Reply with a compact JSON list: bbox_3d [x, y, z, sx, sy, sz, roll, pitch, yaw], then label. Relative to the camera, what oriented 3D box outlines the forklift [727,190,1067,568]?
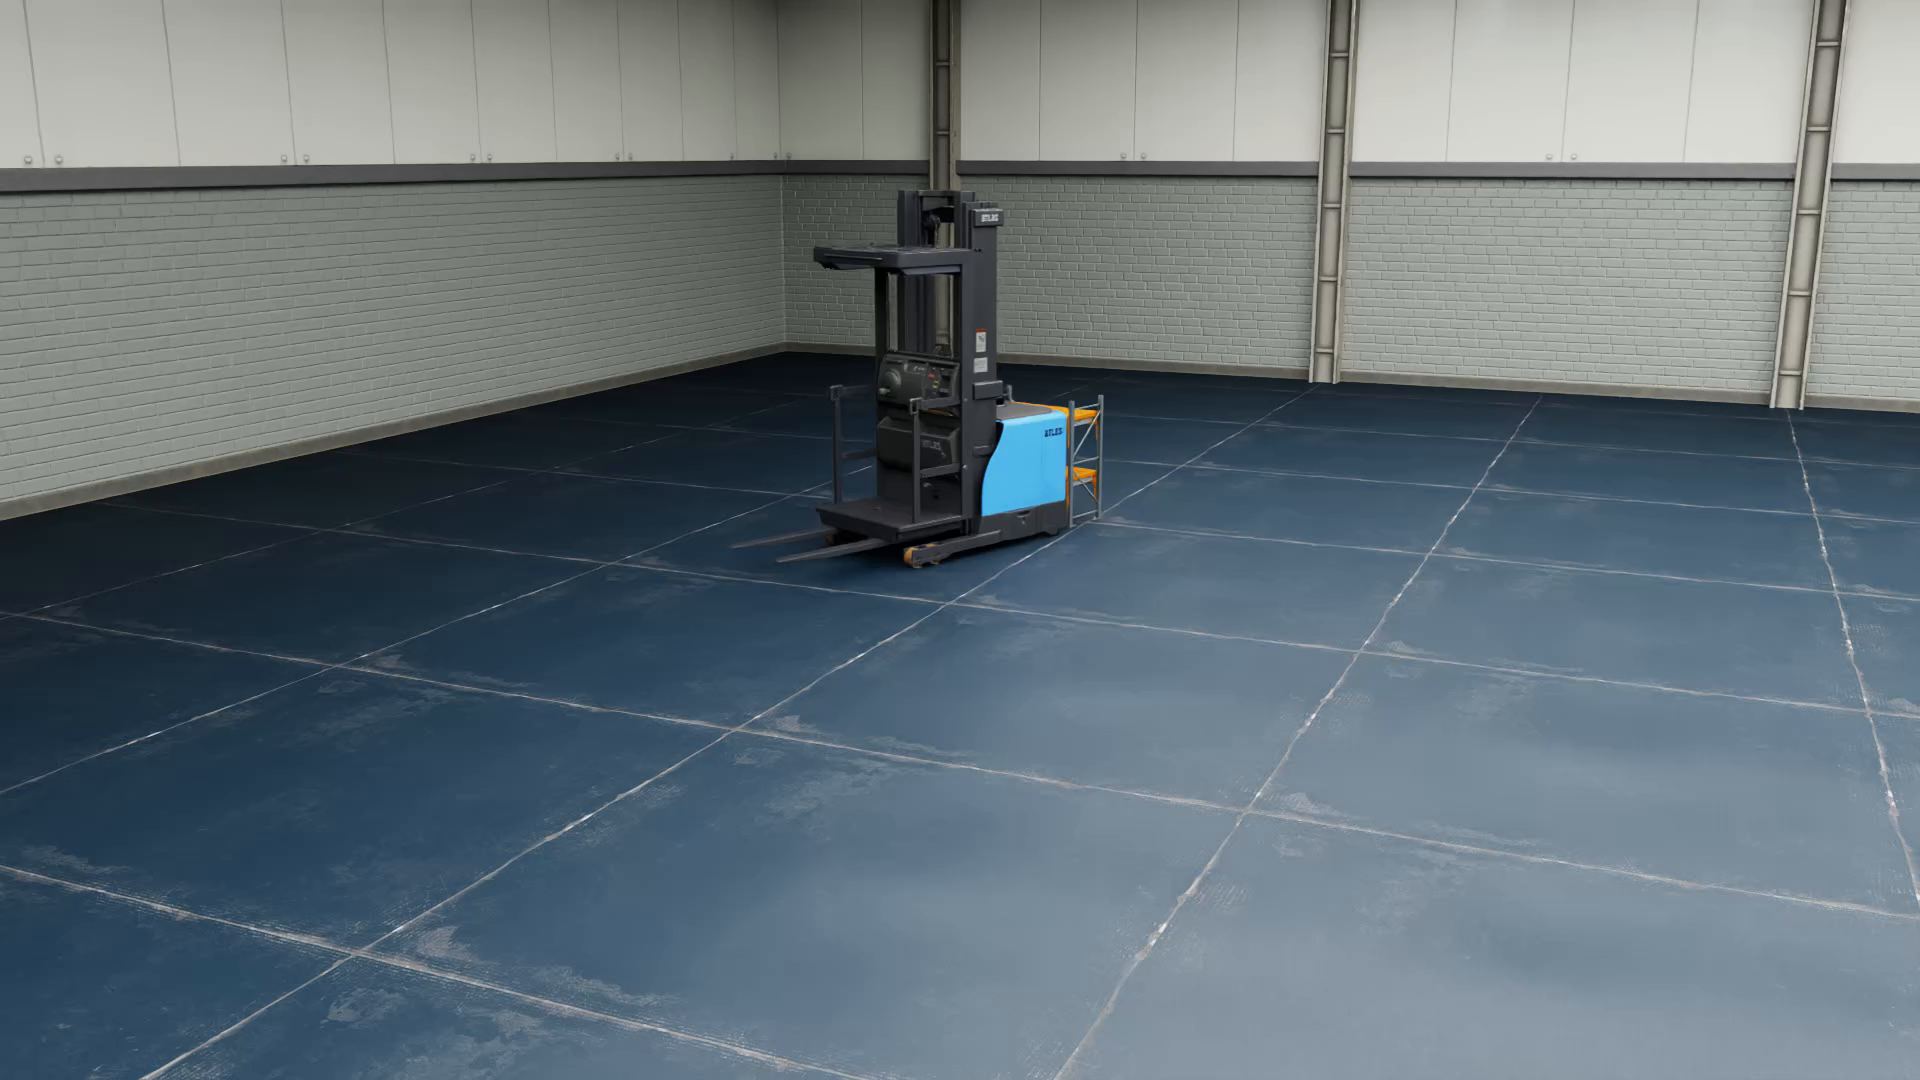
[{"bbox_3d":[-0.494,-1.335,13.527,3.031,2.935,1.130,-12,18,-41],"label":"forklift"}]

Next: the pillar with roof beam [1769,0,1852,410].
[{"bbox_3d":[9.000,-5.212,16.766,0.400,9.000,9.100,6,14,23],"label":"pillar with roof beam"}]

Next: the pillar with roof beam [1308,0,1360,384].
[{"bbox_3d":[3.514,-5.767,19.132,0.400,9.000,9.100,6,14,23],"label":"pillar with roof beam"}]

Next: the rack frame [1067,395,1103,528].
[{"bbox_3d":[1.114,-0.703,14.785,0.032,1.125,0.500,10,16,37],"label":"rack frame"}]

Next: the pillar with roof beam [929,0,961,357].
[{"bbox_3d":[-1.971,-6.322,21.498,0.400,9.000,9.100,6,14,23],"label":"pillar with roof beam"}]

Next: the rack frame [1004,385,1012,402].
[{"bbox_3d":[0.315,-0.847,15.397,0.032,1.125,0.500,10,16,37],"label":"rack frame"}]

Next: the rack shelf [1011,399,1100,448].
[{"bbox_3d":[0.715,-1.060,15.025,1.000,0.278,0.538,10,16,37],"label":"rack shelf"}]

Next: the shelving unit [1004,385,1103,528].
[{"bbox_3d":[0.715,-0.775,15.091,1.048,1.125,0.538,10,16,37],"label":"shelving unit"}]

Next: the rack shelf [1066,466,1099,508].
[{"bbox_3d":[0.714,-0.537,15.146,1.000,0.278,0.538,10,16,37],"label":"rack shelf"}]
